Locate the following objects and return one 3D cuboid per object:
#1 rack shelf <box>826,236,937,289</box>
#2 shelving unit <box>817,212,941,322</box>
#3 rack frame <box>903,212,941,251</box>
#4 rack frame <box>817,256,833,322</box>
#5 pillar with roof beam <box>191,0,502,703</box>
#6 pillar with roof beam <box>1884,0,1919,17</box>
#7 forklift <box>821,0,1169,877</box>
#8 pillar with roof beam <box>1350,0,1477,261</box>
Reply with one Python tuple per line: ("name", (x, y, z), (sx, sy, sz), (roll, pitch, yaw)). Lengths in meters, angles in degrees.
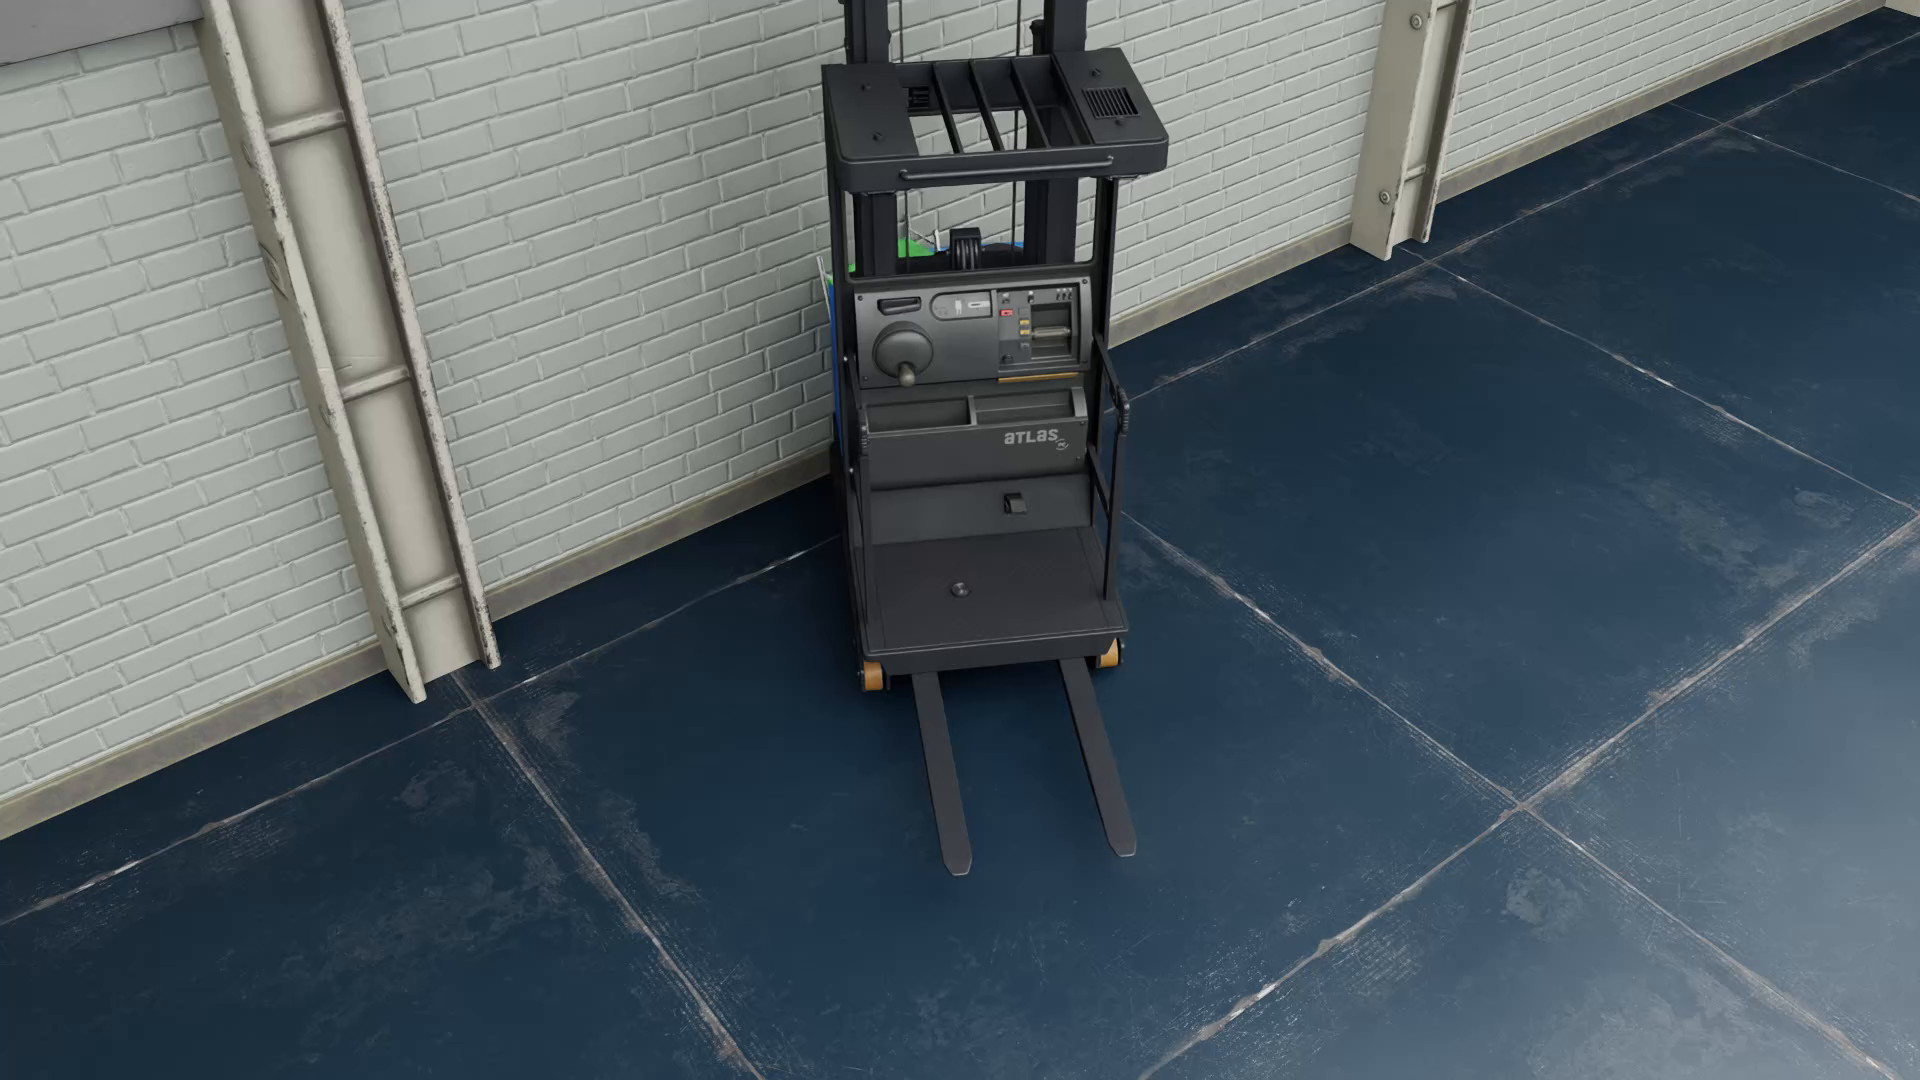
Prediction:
("rack shelf", (-0.348, -1.193, 7.559), (0.480, 0.148, 0.258), (-32, 46, -24))
("shelving unit", (-0.296, -0.885, 7.834), (0.503, 1.200, 0.258), (-32, 46, -24))
("rack frame", (-0.106, -1.003, 7.932), (0.015, 1.200, 0.240), (-32, 46, -24))
("rack frame", (-0.486, -0.766, 7.737), (0.015, 1.200, 0.240), (-32, 46, -24))
("pillar with roof beam", (0.417, -0.785, 1.612), (0.400, 9.000, 9.100), (-26, 46, -28))
("pillar with roof beam", (9.932, -5.423, 7.265), (0.400, 9.000, 9.100), (-26, 46, -28))
("forklift", (0.088, -0.742, 6.344), (1.130, 2.935, 3.031), (-5, 40, -6))
("pillar with roof beam", (5.174, -3.104, 4.439), (0.400, 9.000, 9.100), (-26, 46, -28))
